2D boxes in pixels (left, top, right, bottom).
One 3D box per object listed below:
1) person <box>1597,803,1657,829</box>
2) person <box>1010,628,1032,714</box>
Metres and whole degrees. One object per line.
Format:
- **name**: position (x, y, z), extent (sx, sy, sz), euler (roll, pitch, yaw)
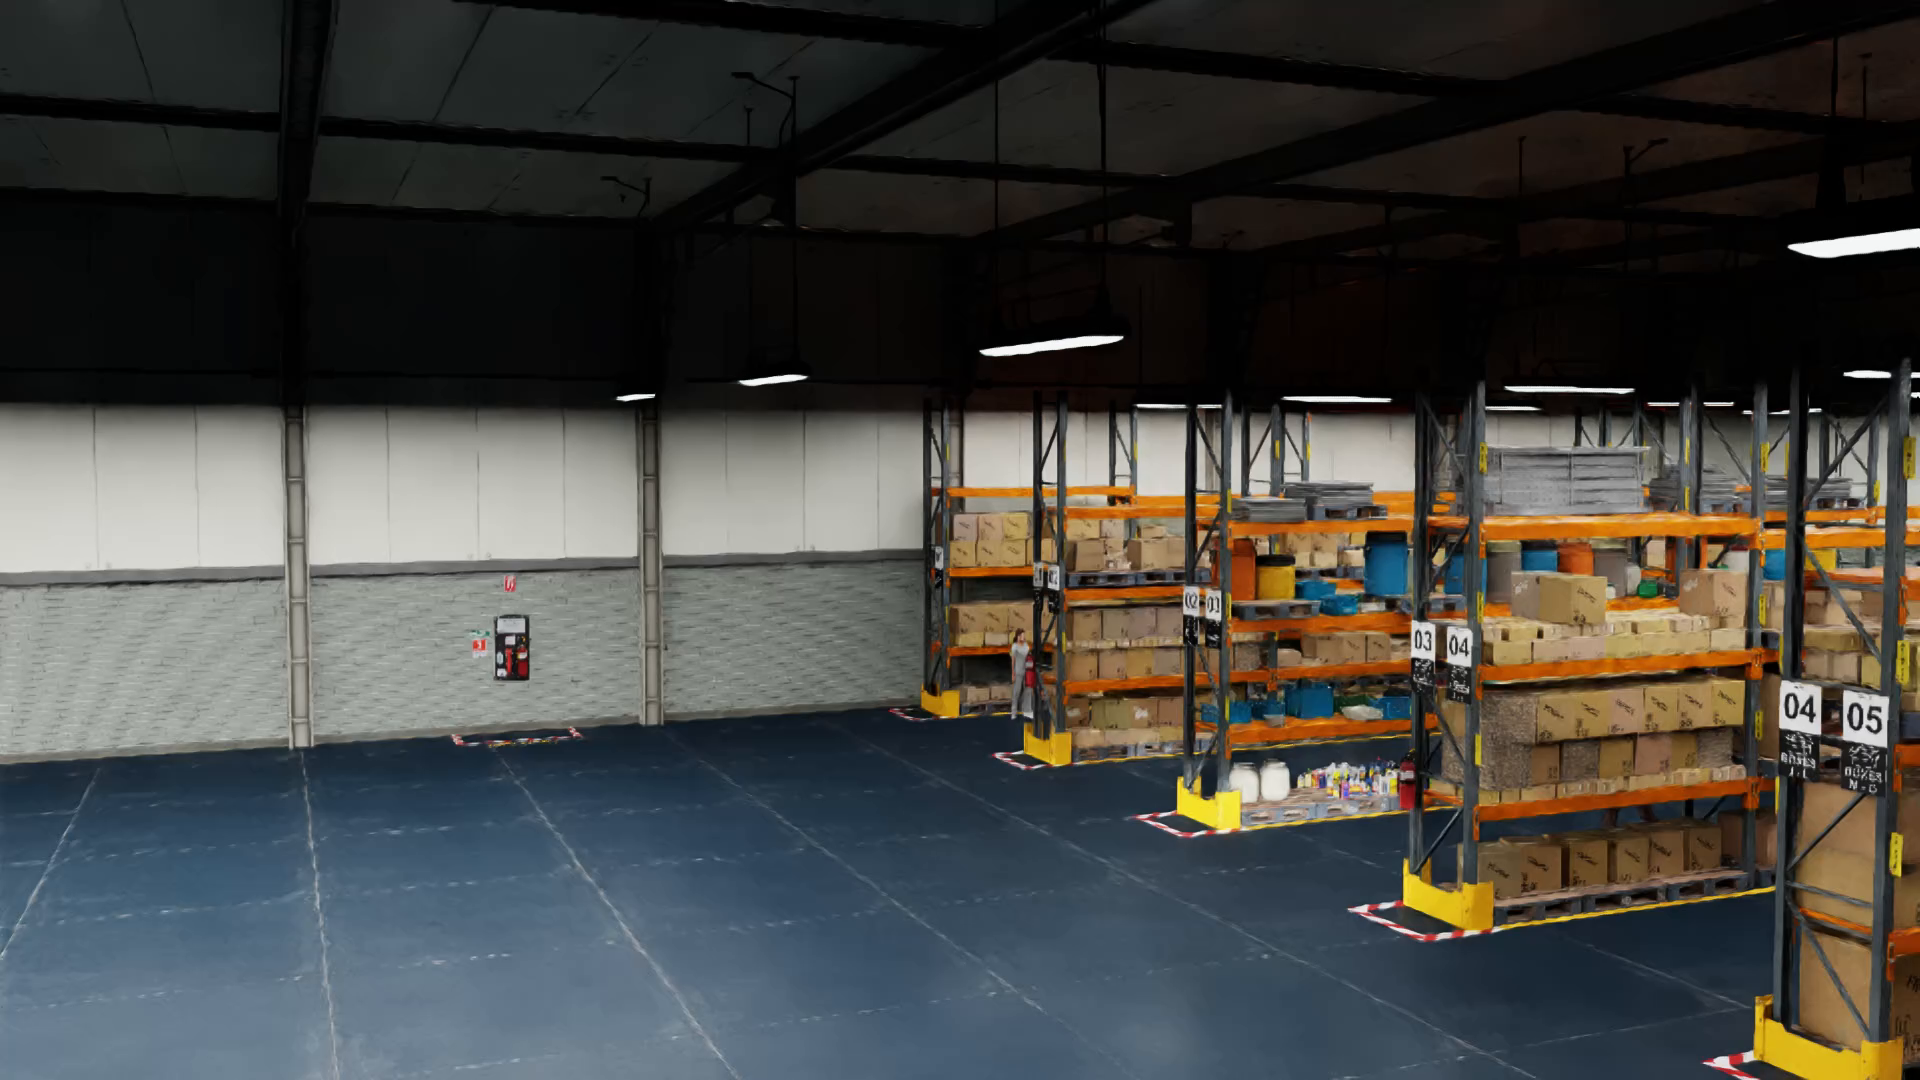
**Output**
- **person**: position (8.422, 3.176, 21.018), extent (1.033, 1.474, 0.557), euler (-1, 3, -12)
- **person**: position (1.159, 2.445, 31.018), extent (0.537, 1.602, 0.337), euler (-3, 4, -41)
